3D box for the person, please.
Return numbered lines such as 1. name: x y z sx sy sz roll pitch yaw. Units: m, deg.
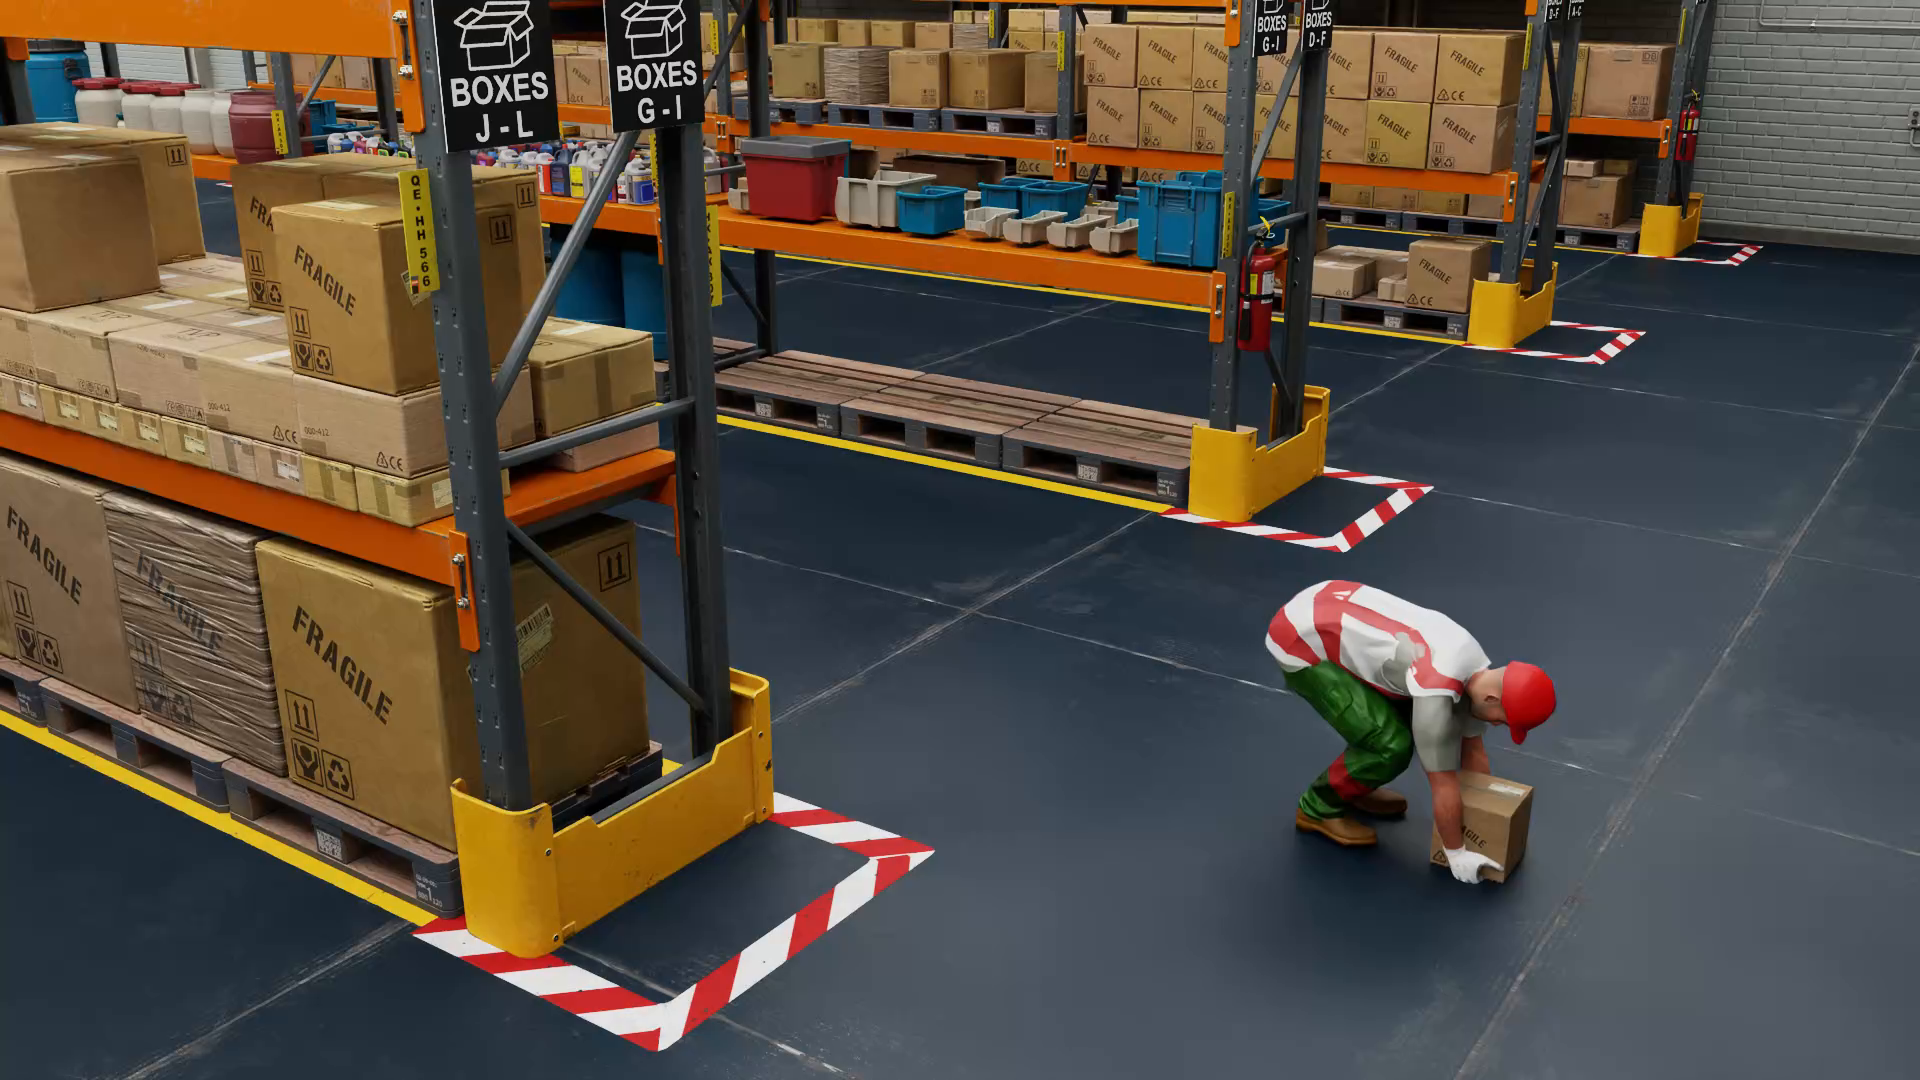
1. person: 1.522 0.625 5.678 0.950 0.894 0.536 12 23 30
